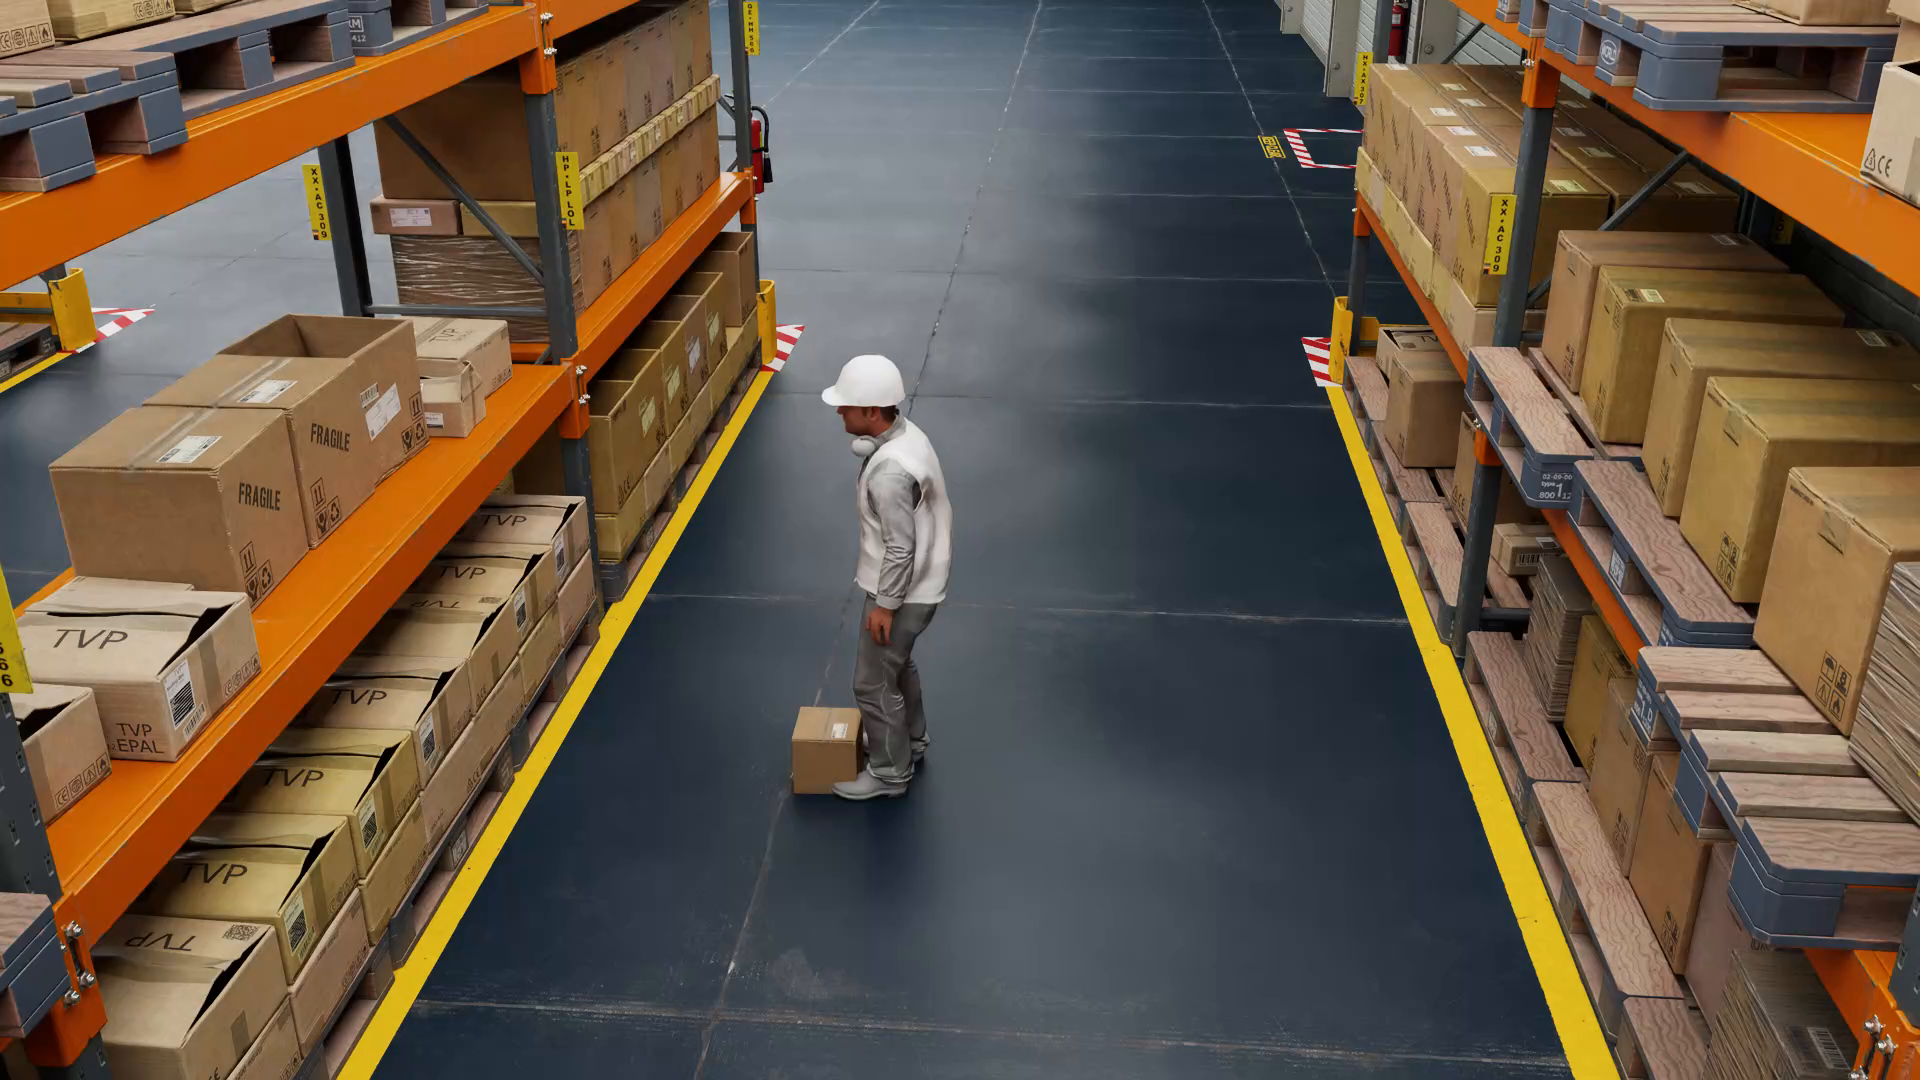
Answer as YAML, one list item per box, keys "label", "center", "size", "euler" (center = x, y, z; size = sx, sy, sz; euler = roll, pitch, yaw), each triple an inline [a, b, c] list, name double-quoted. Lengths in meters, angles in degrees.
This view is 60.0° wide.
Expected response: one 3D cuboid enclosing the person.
- label: "person"
  center: [-0.264, 0.149, 6.243]
  size: [0.475, 1.771, 0.592]
  euler: [0, 24, 1]
